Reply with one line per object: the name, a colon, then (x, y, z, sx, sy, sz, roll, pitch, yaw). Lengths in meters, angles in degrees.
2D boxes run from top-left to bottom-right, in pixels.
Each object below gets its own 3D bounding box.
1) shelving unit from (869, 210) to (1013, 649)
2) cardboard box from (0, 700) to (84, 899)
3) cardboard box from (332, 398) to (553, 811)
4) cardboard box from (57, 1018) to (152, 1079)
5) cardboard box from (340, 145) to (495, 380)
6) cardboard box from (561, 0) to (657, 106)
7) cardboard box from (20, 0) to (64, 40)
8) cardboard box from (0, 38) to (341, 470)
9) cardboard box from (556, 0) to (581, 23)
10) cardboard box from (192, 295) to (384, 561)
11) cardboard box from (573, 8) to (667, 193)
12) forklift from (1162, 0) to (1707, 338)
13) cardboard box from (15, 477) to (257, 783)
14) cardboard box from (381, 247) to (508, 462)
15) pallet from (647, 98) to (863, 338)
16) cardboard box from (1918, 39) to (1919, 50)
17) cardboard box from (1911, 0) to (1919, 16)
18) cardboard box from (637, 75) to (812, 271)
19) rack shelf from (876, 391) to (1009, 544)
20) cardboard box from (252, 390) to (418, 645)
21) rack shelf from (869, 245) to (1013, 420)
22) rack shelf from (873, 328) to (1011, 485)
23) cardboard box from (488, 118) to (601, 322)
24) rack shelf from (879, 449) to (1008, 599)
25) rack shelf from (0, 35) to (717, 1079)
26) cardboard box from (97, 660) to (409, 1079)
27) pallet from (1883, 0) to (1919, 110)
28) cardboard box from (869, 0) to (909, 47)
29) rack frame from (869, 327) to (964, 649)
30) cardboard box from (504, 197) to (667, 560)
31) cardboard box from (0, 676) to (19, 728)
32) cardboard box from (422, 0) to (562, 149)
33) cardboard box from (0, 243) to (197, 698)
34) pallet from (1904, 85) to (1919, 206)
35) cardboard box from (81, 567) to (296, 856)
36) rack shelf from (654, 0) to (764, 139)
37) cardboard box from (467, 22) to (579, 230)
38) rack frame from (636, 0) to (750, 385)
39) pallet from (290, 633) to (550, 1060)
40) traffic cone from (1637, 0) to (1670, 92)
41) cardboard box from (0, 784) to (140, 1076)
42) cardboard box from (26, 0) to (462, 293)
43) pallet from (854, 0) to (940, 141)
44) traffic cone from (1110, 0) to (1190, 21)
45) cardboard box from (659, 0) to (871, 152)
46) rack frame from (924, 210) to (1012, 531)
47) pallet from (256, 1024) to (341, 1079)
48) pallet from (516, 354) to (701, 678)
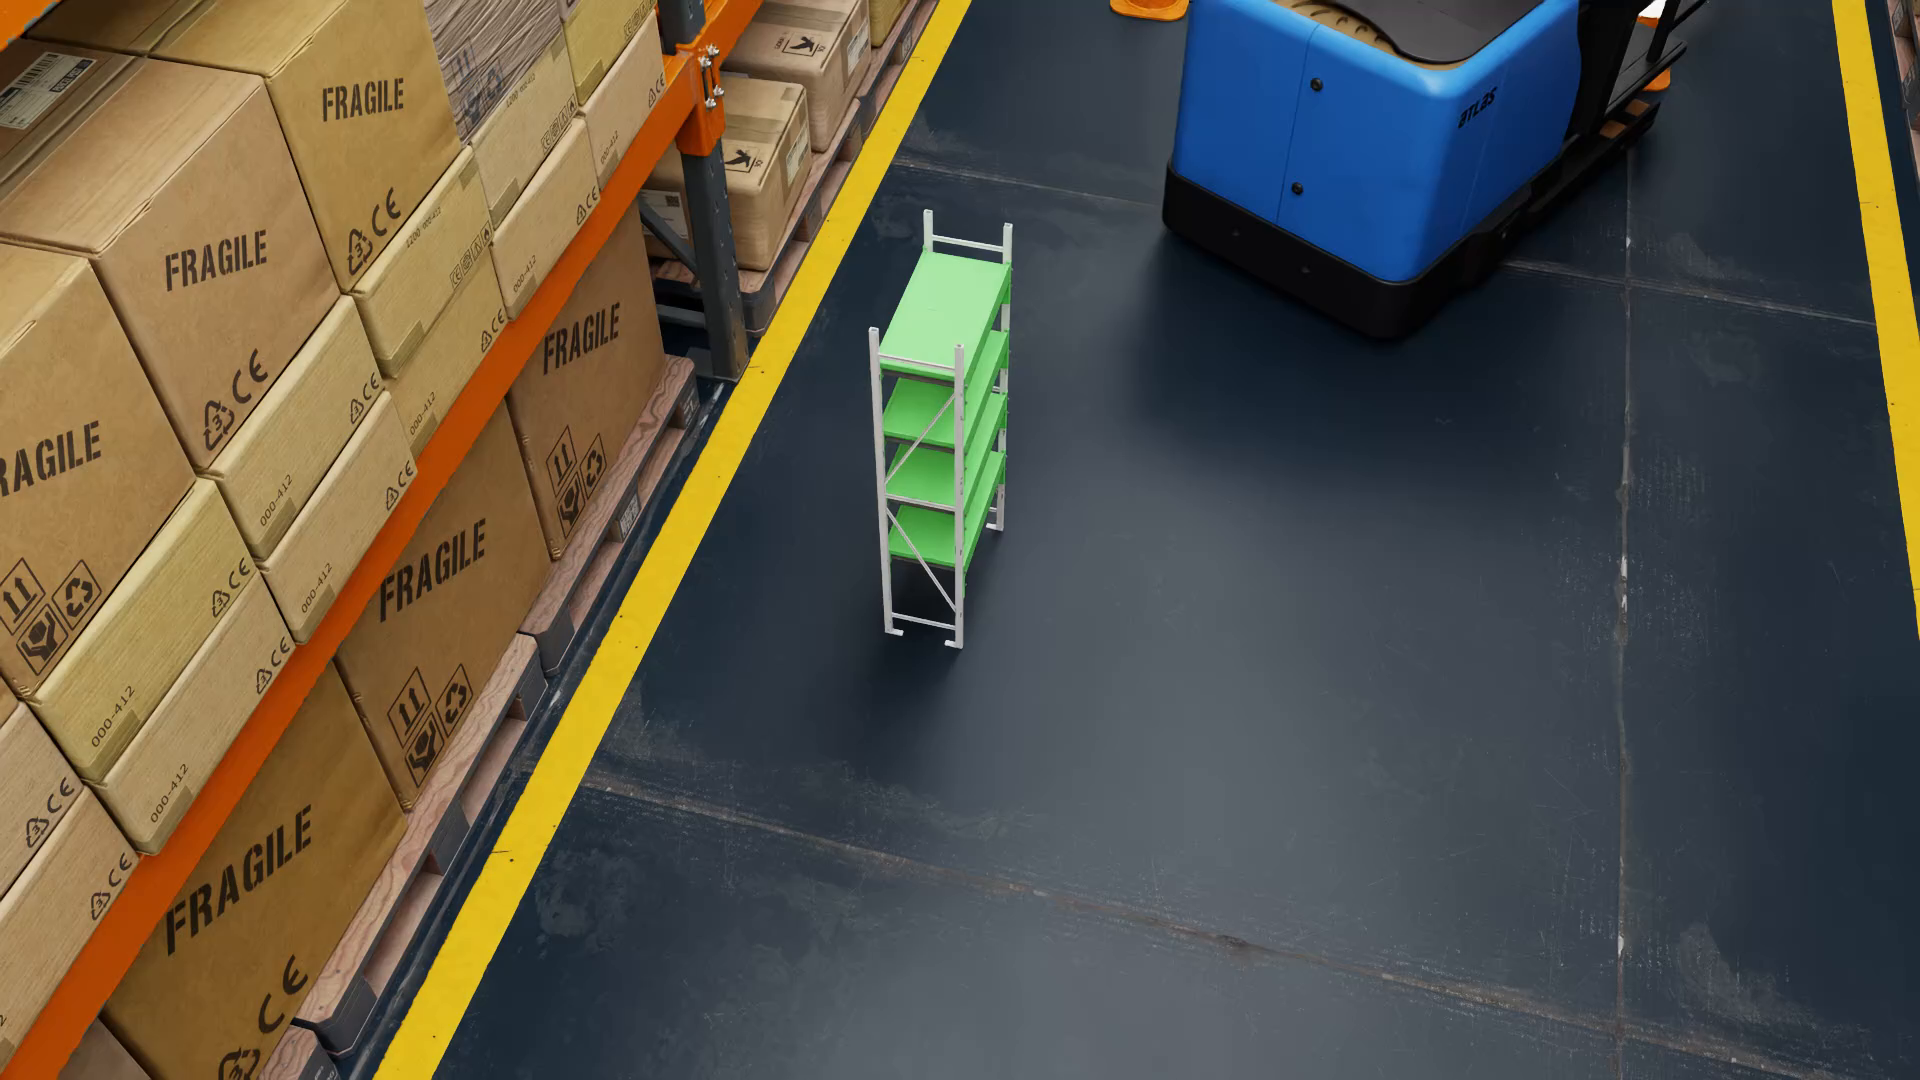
shelving unit: (-0.044, -0.277, 4.694, 0.258, 1.200, 0.503, 12, 50, 10)
cardboard box: (-1.785, 0.463, 2.607, 0.500, 0.250, 0.500, 12, 50, 11)
cardboard box: (-1.731, 0.022, 4.367, 0.875, 0.875, 0.875, 12, 50, 10)
cardboard box: (-2.197, 1.324, 3.218, 0.875, 0.875, 0.875, 13, 50, 11)
cardboard box: (-1.359, -0.639, 3.580, 0.500, 0.250, 0.500, 10, 49, 9)
cardboard box: (-1.112, -1.385, 4.238, 0.500, 0.250, 0.500, 11, 50, 10)
cardboard box: (-1.868, -0.993, 3.392, 0.500, 0.500, 0.500, 13, 50, 11)
cardboard box: (-1.518, -0.512, 2.968, 0.500, 0.500, 0.500, 11, 49, 9)
cardboard box: (-1.114, -1.608, 3.935, 0.500, 0.500, 0.500, 10, 49, 9)
cardboard box: (-1.495, -0.263, 3.248, 0.500, 0.250, 0.500, 10, 49, 9)
cardboard box: (-1.113, -1.203, 4.411, 0.500, 0.250, 0.500, 10, 49, 9)
forklift: (2.125, -2.688, 5.667, 1.130, 2.935, 3.031, 35, 57, 27)
cardboard box: (-1.626, 0.103, 2.925, 0.500, 0.250, 0.500, 12, 50, 11)
cardboard box: (-1.380, -0.469, 3.763, 0.500, 0.250, 0.500, 11, 50, 10)
pallet: (-1.023, -1.312, 6.267, 1.003, 0.211, 1.213, 12, 50, 10)
cardboard box: (4.291, -1.890, 6.138, 1.050, 0.750, 0.750, 12, 50, 10)
cardboard box: (4.548, -2.587, 6.753, 1.050, 0.750, 0.750, 11, 50, 10)
cardboard box: (-1.072, -1.345, 5.909, 0.950, 0.372, 0.625, 9, 49, 7)
rack shelf: (-0.044, -0.235, 4.742, 0.258, 0.148, 0.480, 12, 50, 10)
cardboard box: (-1.487, -0.095, 3.433, 0.500, 0.250, 0.500, 11, 49, 9)
rack shelf: (-0.044, -0.553, 4.383, 0.258, 0.148, 0.480, 12, 50, 10)
rack shelf: (-0.044, -0.394, 4.562, 0.258, 0.148, 0.480, 12, 50, 10)
cardboard box: (-1.232, -0.830, 4.082, 0.500, 0.250, 0.500, 12, 50, 11)
rack shelf: (-0.044, -0.076, 4.922, 0.258, 0.148, 0.480, 12, 50, 10)
rack shelf: (-1.757, 0.015, 3.716, 1.077, 0.370, 4.000, 12, 50, 10)
cardboard box: (-1.967, 0.669, 3.796, 0.875, 0.875, 0.875, 13, 50, 11)
pallet: (4.494, -2.163, 7.018, 1.003, 0.211, 1.213, 12, 50, 10)
cardboard box: (-0.680, -2.428, 6.865, 0.950, 0.372, 0.625, 13, 50, 11)
rack frame: (-0.108, -0.101, 4.539, 0.240, 1.200, 0.015, 12, 50, 10)
cardboard box: (-1.492, -0.622, 4.935, 0.875, 0.875, 0.875, 11, 50, 10)
cardboard box: (-1.783, 0.225, 2.317, 0.500, 0.500, 0.500, 11, 50, 10)
cardboard box: (-1.241, -1.235, 3.606, 0.500, 0.500, 0.500, 12, 50, 11)
cardboard box: (-1.648, -0.137, 2.637, 0.500, 0.500, 0.500, 10, 49, 9)
pallet: (4.175, -1.278, 6.237, 1.003, 0.211, 1.213, 12, 50, 10)
cardboard box: (-1.627, 0.265, 3.115, 0.500, 0.250, 0.500, 11, 50, 10)
rack shelf: (-0.704, -2.878, 6.269, 1.077, 0.370, 4.000, 12, 50, 10)
cardboard box: (-1.244, -1.013, 3.910, 0.500, 0.250, 0.500, 10, 49, 9)
rack frame: (-1.230, -1.669, 4.723, 1.000, 3.000, 0.127, 12, 50, 10)
pallet: (-1.833, 0.688, 4.502, 1.003, 0.211, 1.213, 12, 50, 10)
traffic cone: (2.815, -2.147, 6.837, 0.336, 0.463, 0.334, 12, 50, 10)
cardboard box: (-1.778, 0.633, 2.791, 0.500, 0.250, 0.500, 10, 49, 9)
cardboard box: (-1.378, -0.877, 3.290, 0.500, 0.500, 0.500, 12, 50, 10)
pallet: (-0.700, -2.191, 7.043, 1.003, 0.211, 1.213, 12, 50, 10)
traffic cone: (0.847, -2.550, 7.192, 0.336, 0.463, 0.334, 12, 50, 10)
cardboard box: (-0.885, -1.881, 6.382, 0.950, 0.372, 0.625, 11, 49, 9)
rack frame: (0.021, -0.454, 4.850, 0.240, 1.200, 0.015, 12, 50, 10)
pallet: (-2.153, 1.574, 3.720, 1.003, 0.211, 1.213, 12, 50, 10)
pallet: (-1.510, -0.191, 5.278, 1.003, 0.211, 1.213, 12, 50, 10)
